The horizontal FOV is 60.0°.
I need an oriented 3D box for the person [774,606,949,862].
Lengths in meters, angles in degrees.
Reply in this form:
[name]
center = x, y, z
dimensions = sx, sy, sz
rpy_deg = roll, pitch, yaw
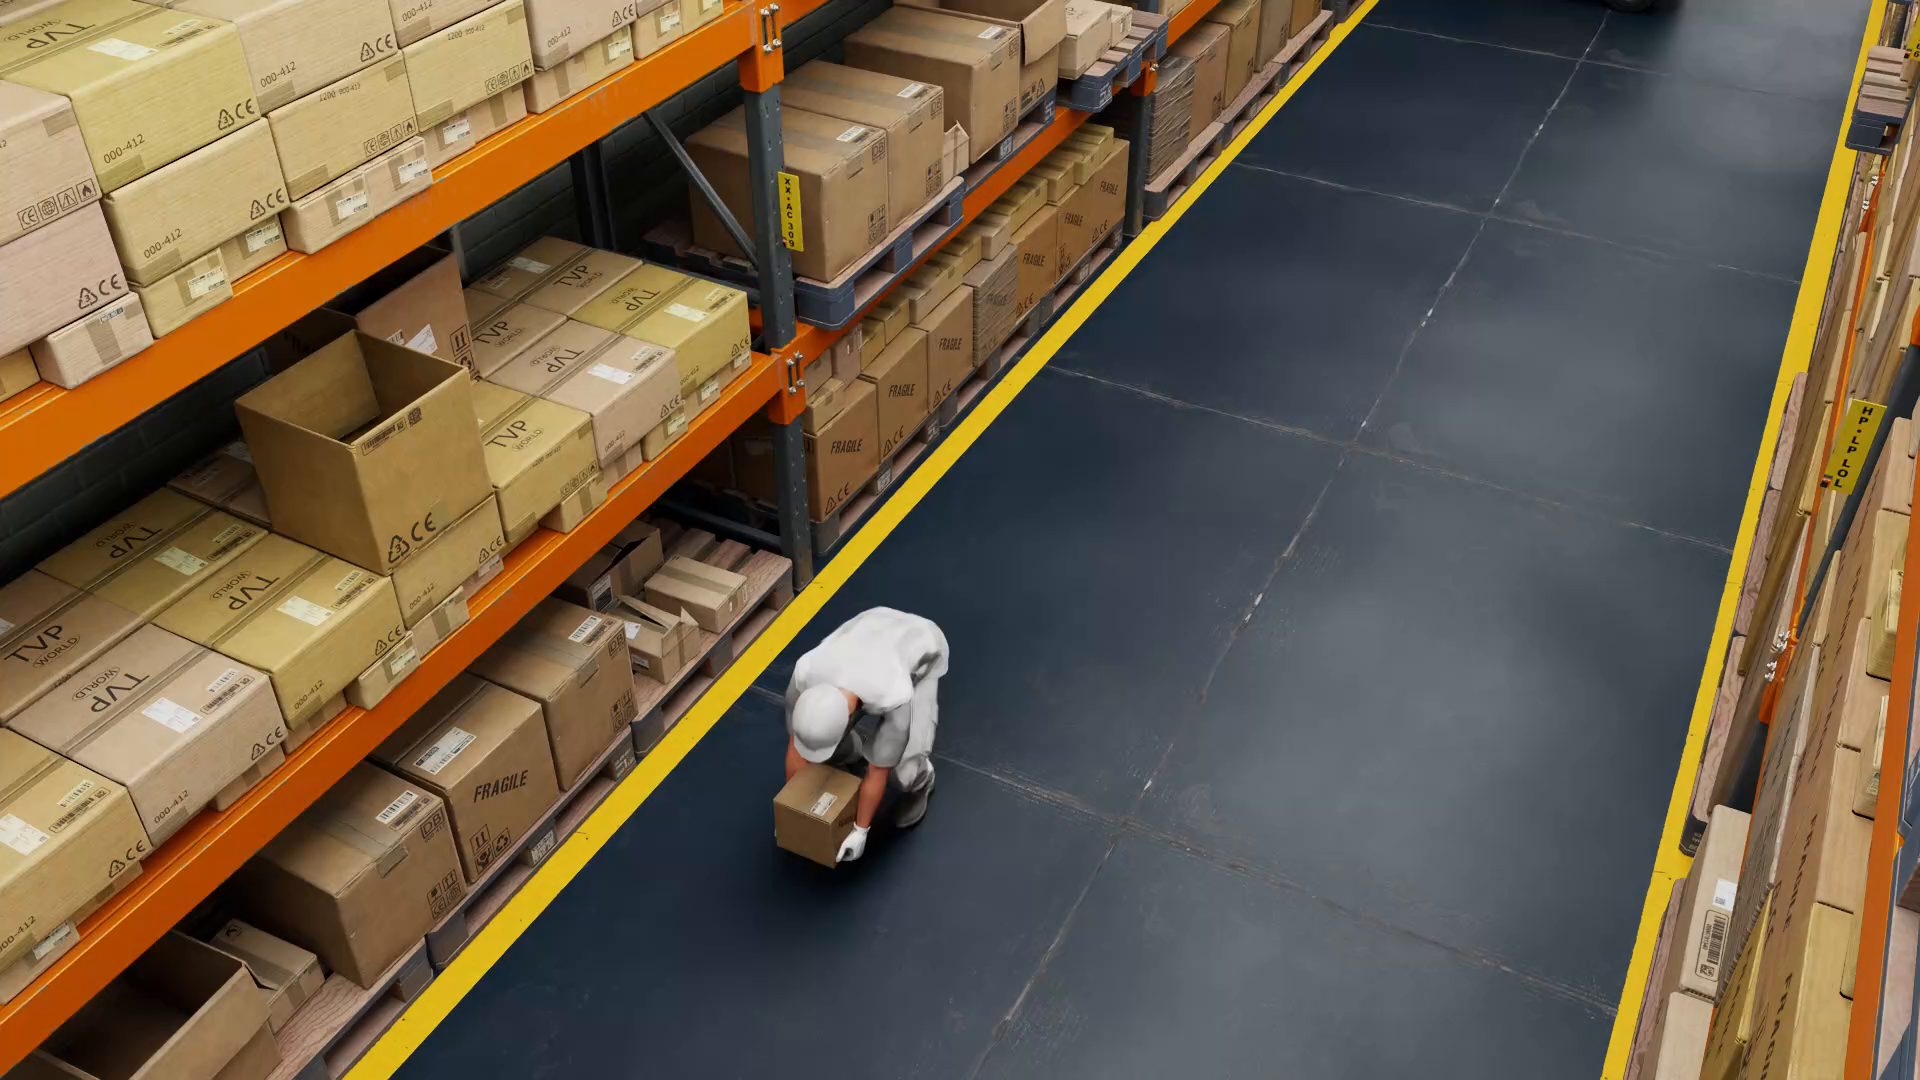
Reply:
[person]
center = -0.365, 0.722, 6.355
dimensions = 0.532, 0.987, 0.928
rpy_deg = 16, 41, 20
